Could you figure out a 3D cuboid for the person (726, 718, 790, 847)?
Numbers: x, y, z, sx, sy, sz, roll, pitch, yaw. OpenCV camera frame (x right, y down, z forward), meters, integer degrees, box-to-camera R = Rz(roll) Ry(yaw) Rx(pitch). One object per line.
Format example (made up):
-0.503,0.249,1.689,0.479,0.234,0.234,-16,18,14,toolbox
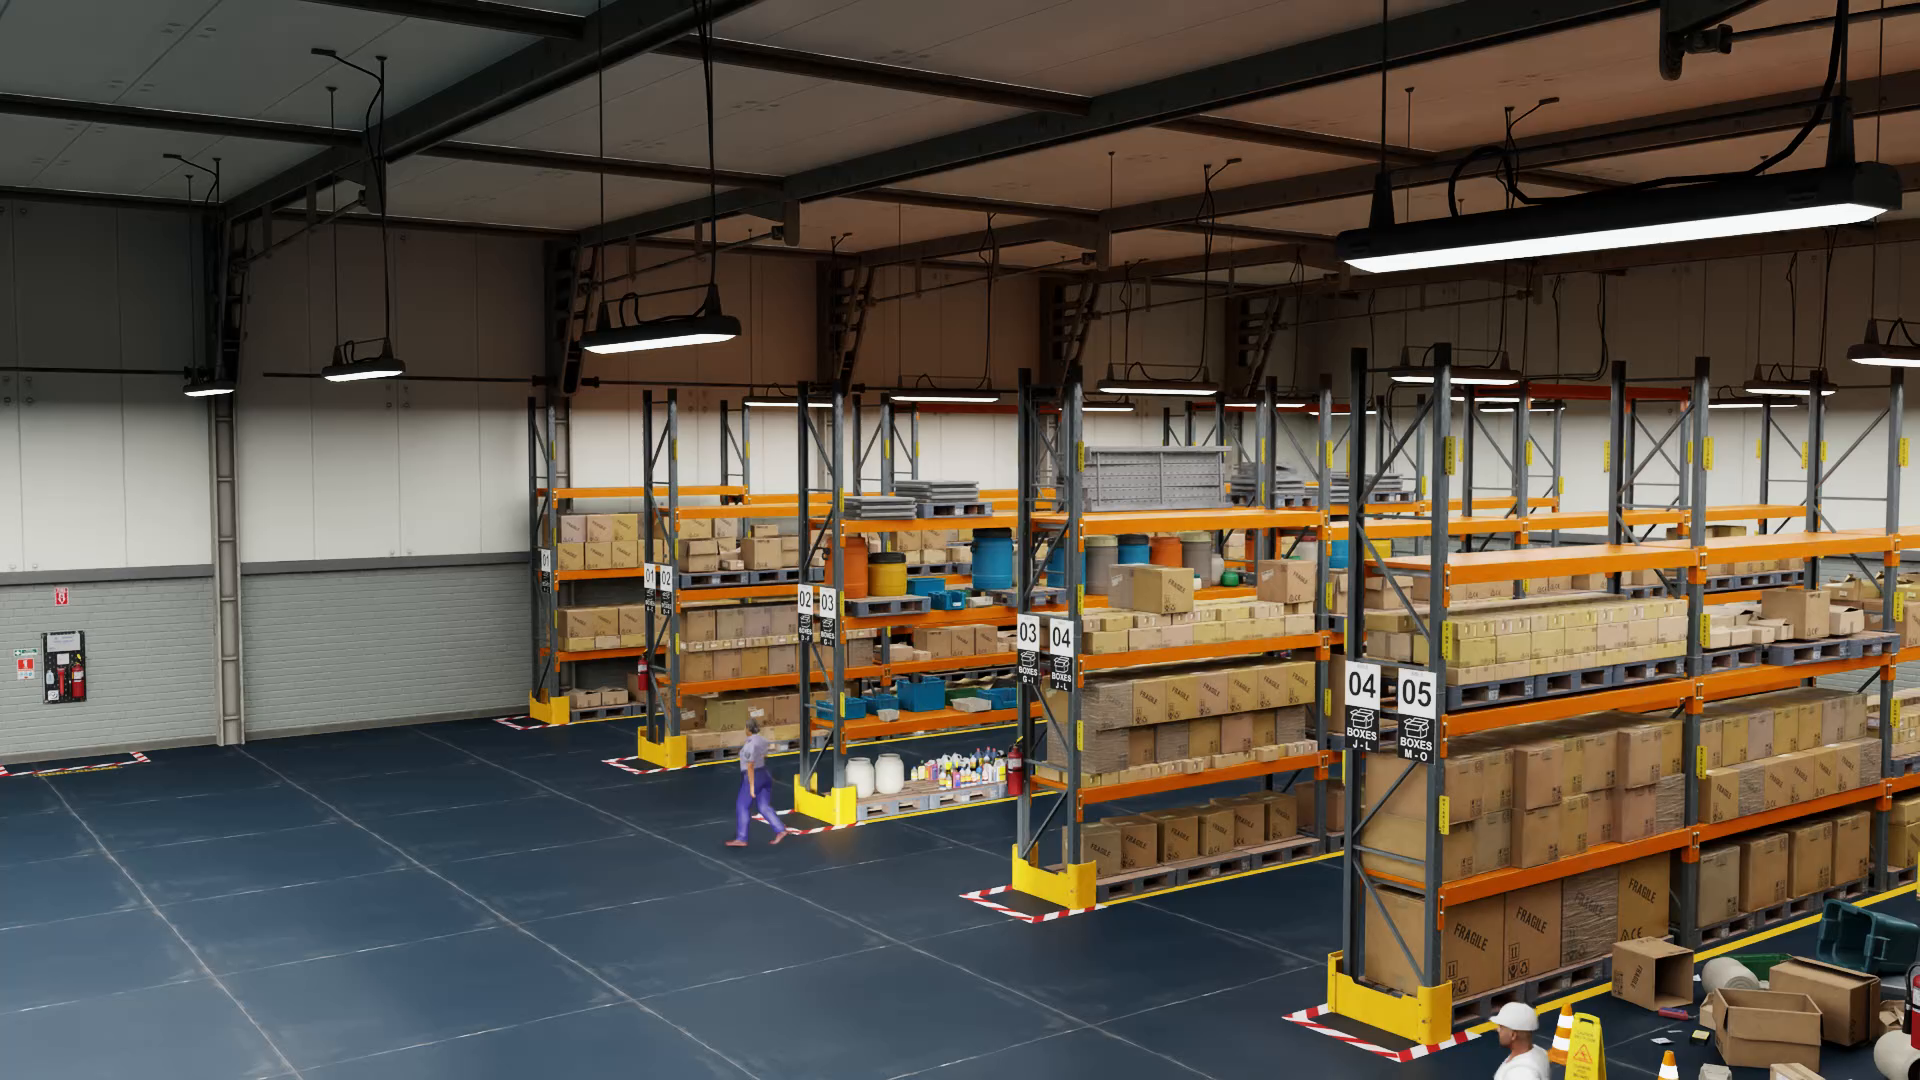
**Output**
-2.580,3.087,21.222,0.751,1.633,0.467,2,4,26,person

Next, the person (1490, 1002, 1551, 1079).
3.431,3.671,10.081,0.725,1.719,0.616,1,3,15,person
